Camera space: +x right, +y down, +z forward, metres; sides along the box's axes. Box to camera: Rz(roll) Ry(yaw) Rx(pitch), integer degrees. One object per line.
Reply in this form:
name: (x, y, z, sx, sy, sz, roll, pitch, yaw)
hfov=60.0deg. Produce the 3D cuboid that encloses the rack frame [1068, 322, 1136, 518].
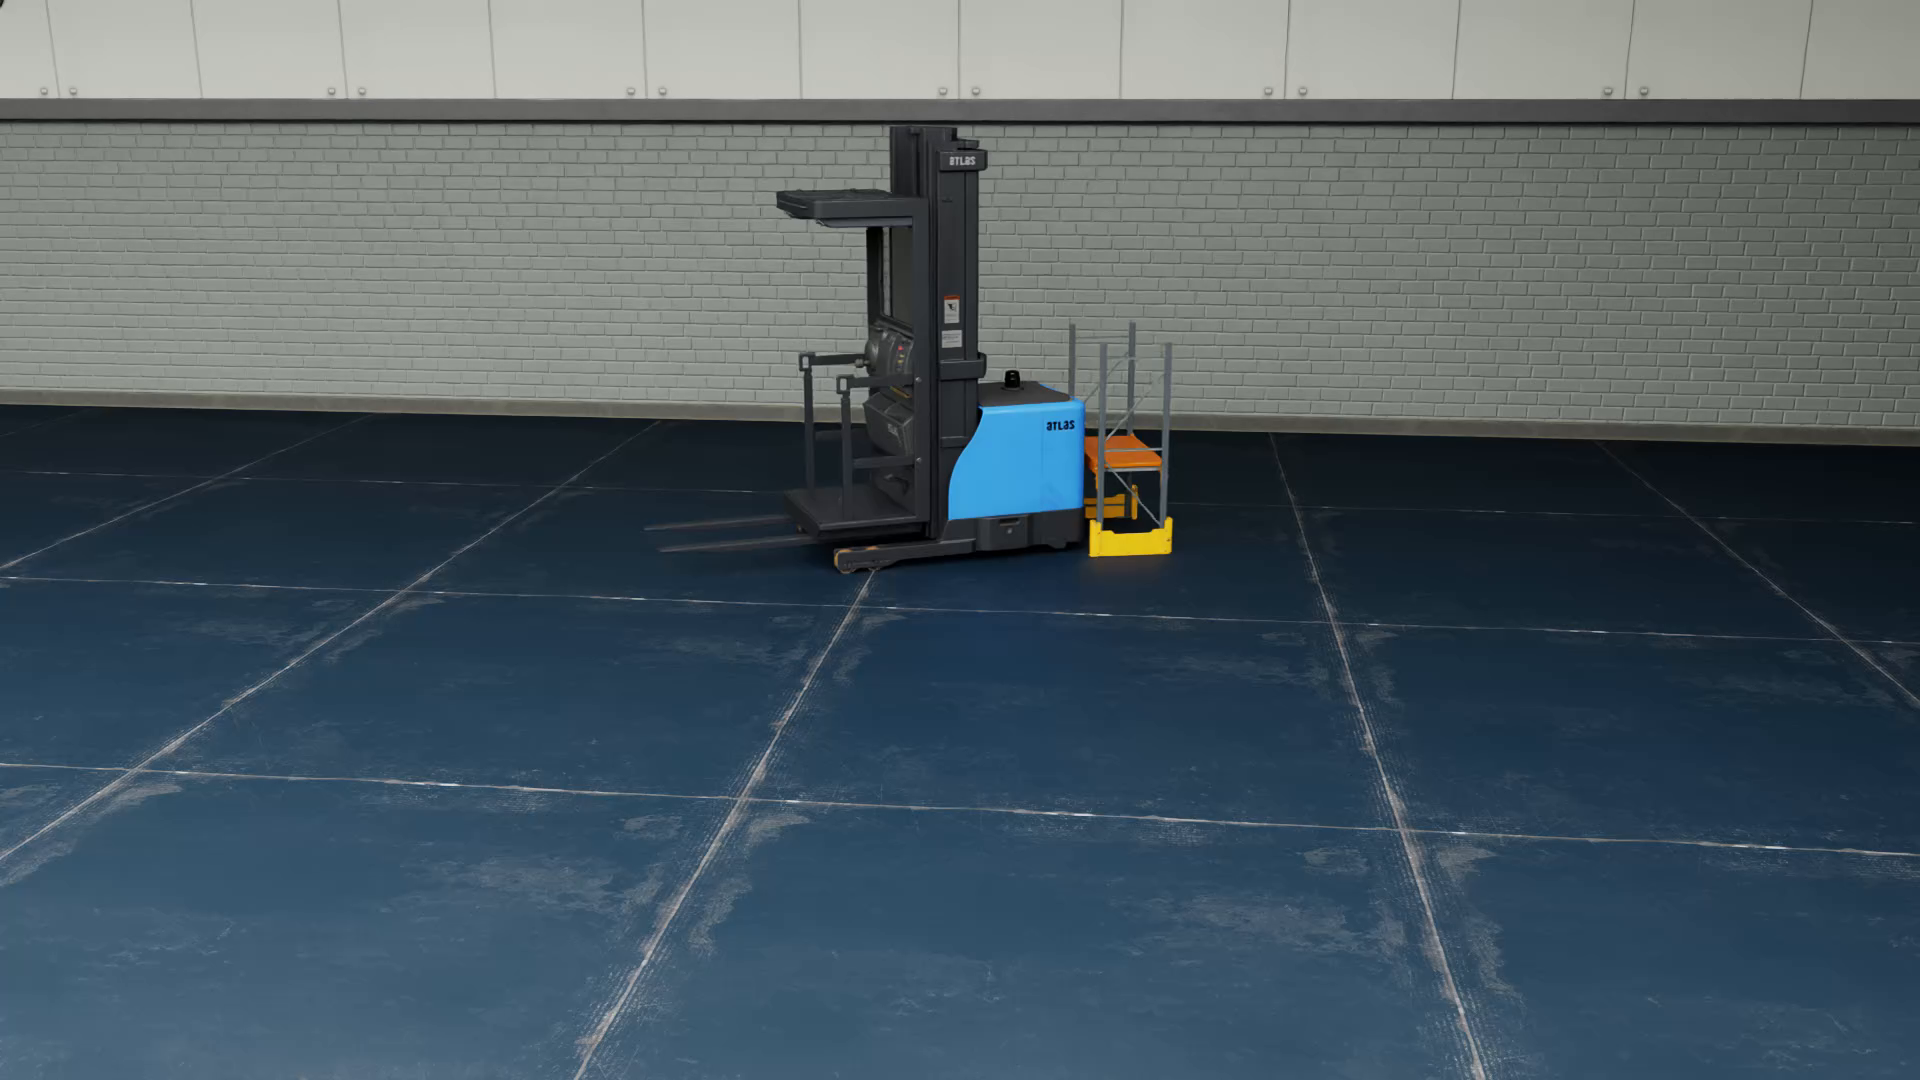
rack frame: (1.063, -0.889, 12.576, 0.500, 1.500, 0.032, -2, 15, -8)

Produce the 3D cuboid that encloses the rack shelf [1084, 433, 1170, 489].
rack shelf: (1.136, -0.584, 12.137, 0.538, 0.185, 1.000, -2, 15, -8)

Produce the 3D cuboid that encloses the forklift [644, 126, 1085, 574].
forklift: (-0.677, -1.340, 11.501, 3.031, 2.935, 1.130, -5, 16, -19)

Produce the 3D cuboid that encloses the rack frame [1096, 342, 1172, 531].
rack frame: (1.210, -0.626, 11.604, 0.500, 1.500, 0.032, -2, 15, -8)

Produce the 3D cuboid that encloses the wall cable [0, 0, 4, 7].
wall cable: (-10.445, -7.409, 15.809, 2.305, 6.003, 0.169, 2, 15, 6)

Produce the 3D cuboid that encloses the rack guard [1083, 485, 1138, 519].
rack guard: (1.066, -0.280, 12.720, 0.587, 0.250, 0.087, -2, 15, -8)

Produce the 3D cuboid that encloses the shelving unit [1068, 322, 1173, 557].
shelving unit: (1.138, -0.755, 12.081, 0.587, 1.500, 1.083, -2, 15, -8)

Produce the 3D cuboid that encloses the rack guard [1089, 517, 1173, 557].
rack guard: (1.210, -0.023, 11.769, 0.587, 0.250, 0.087, -2, 15, -8)
